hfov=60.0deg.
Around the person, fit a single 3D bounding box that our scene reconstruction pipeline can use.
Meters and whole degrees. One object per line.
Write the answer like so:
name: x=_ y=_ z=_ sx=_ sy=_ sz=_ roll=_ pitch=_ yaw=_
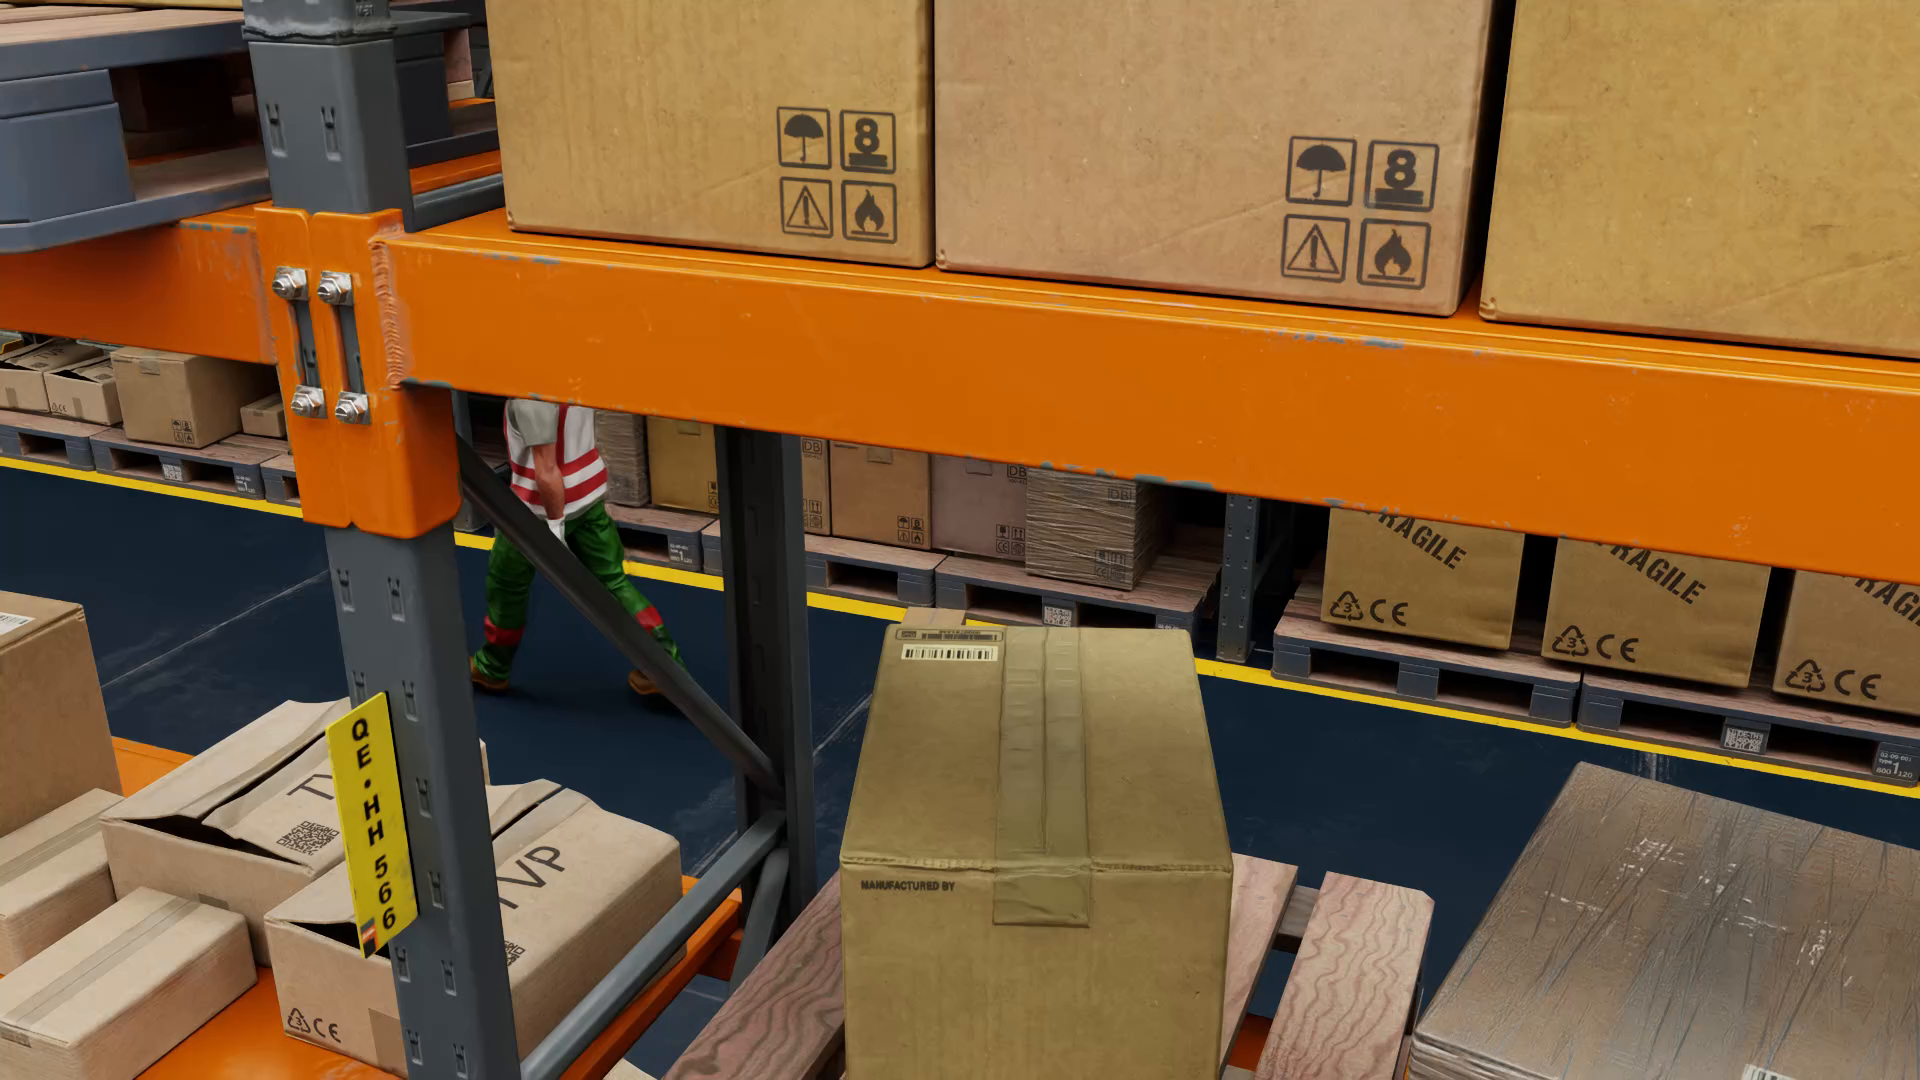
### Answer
person: x=-1.608 y=-0.176 z=6.506 sx=1.089 sy=1.735 sz=0.538 roll=10 pitch=24 yaw=22
